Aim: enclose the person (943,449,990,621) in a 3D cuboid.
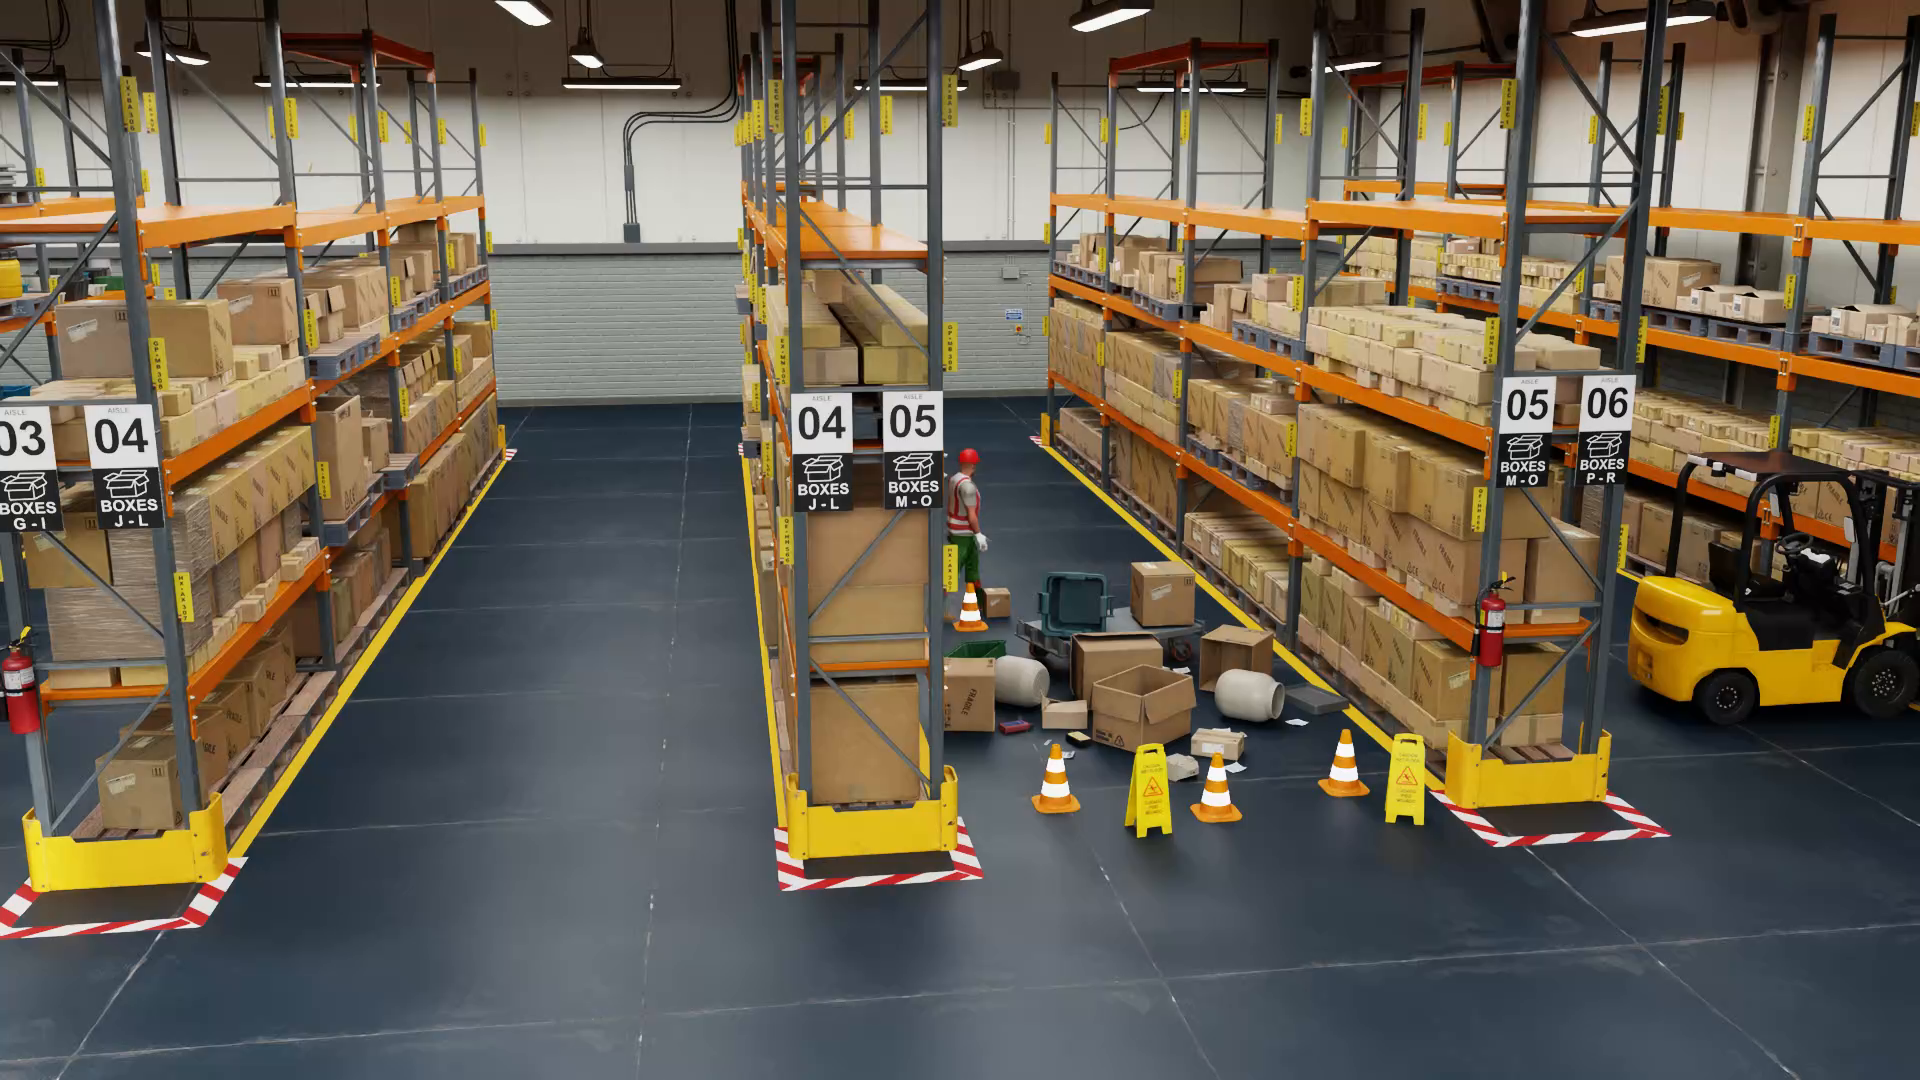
[{"bbox_3d":[0.066,-0.061,17.261,0.842,1.772,0.648,-2,13,-10],"label":"person"}]
